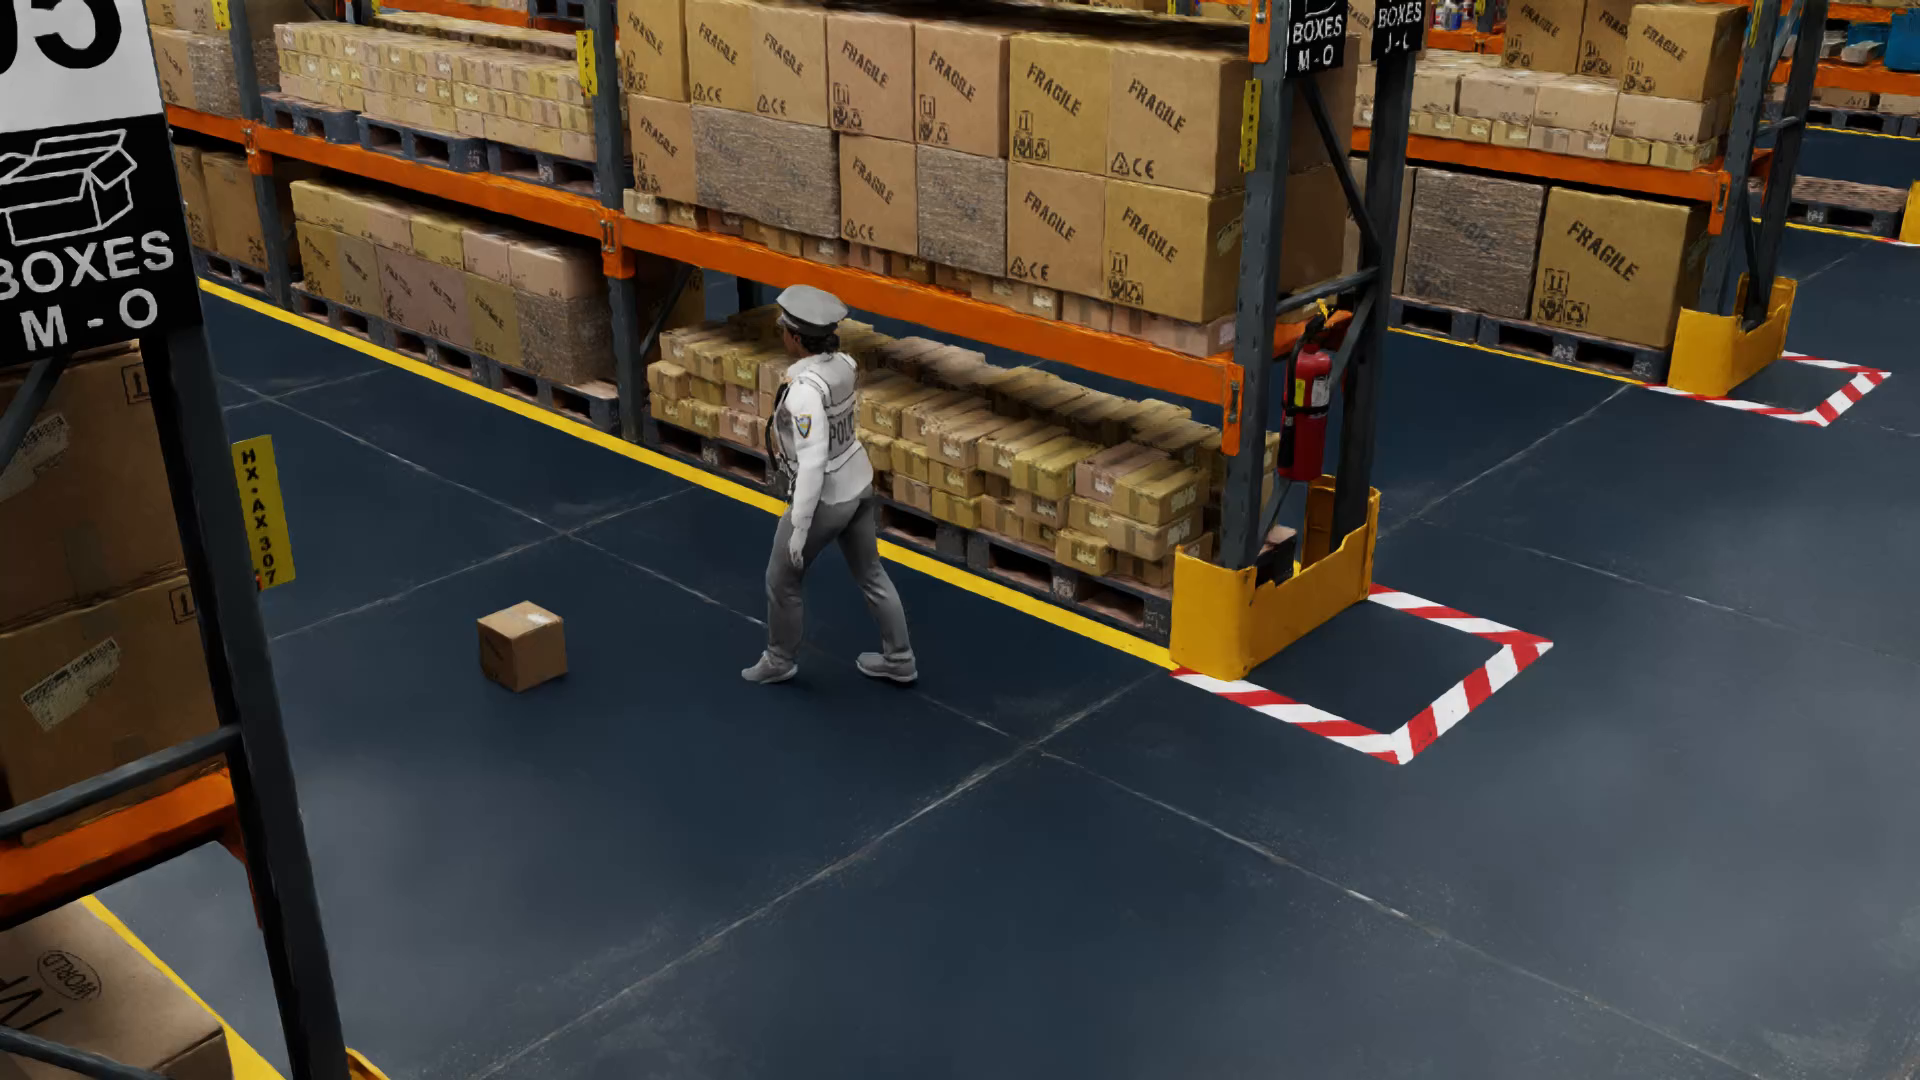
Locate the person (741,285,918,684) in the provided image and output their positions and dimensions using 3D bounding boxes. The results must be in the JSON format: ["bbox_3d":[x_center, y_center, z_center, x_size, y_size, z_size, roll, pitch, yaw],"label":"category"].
[{"bbox_3d":[-0.574,-0.140,6.455,0.737,1.719,0.681,9,26,20],"label":"person"}]
